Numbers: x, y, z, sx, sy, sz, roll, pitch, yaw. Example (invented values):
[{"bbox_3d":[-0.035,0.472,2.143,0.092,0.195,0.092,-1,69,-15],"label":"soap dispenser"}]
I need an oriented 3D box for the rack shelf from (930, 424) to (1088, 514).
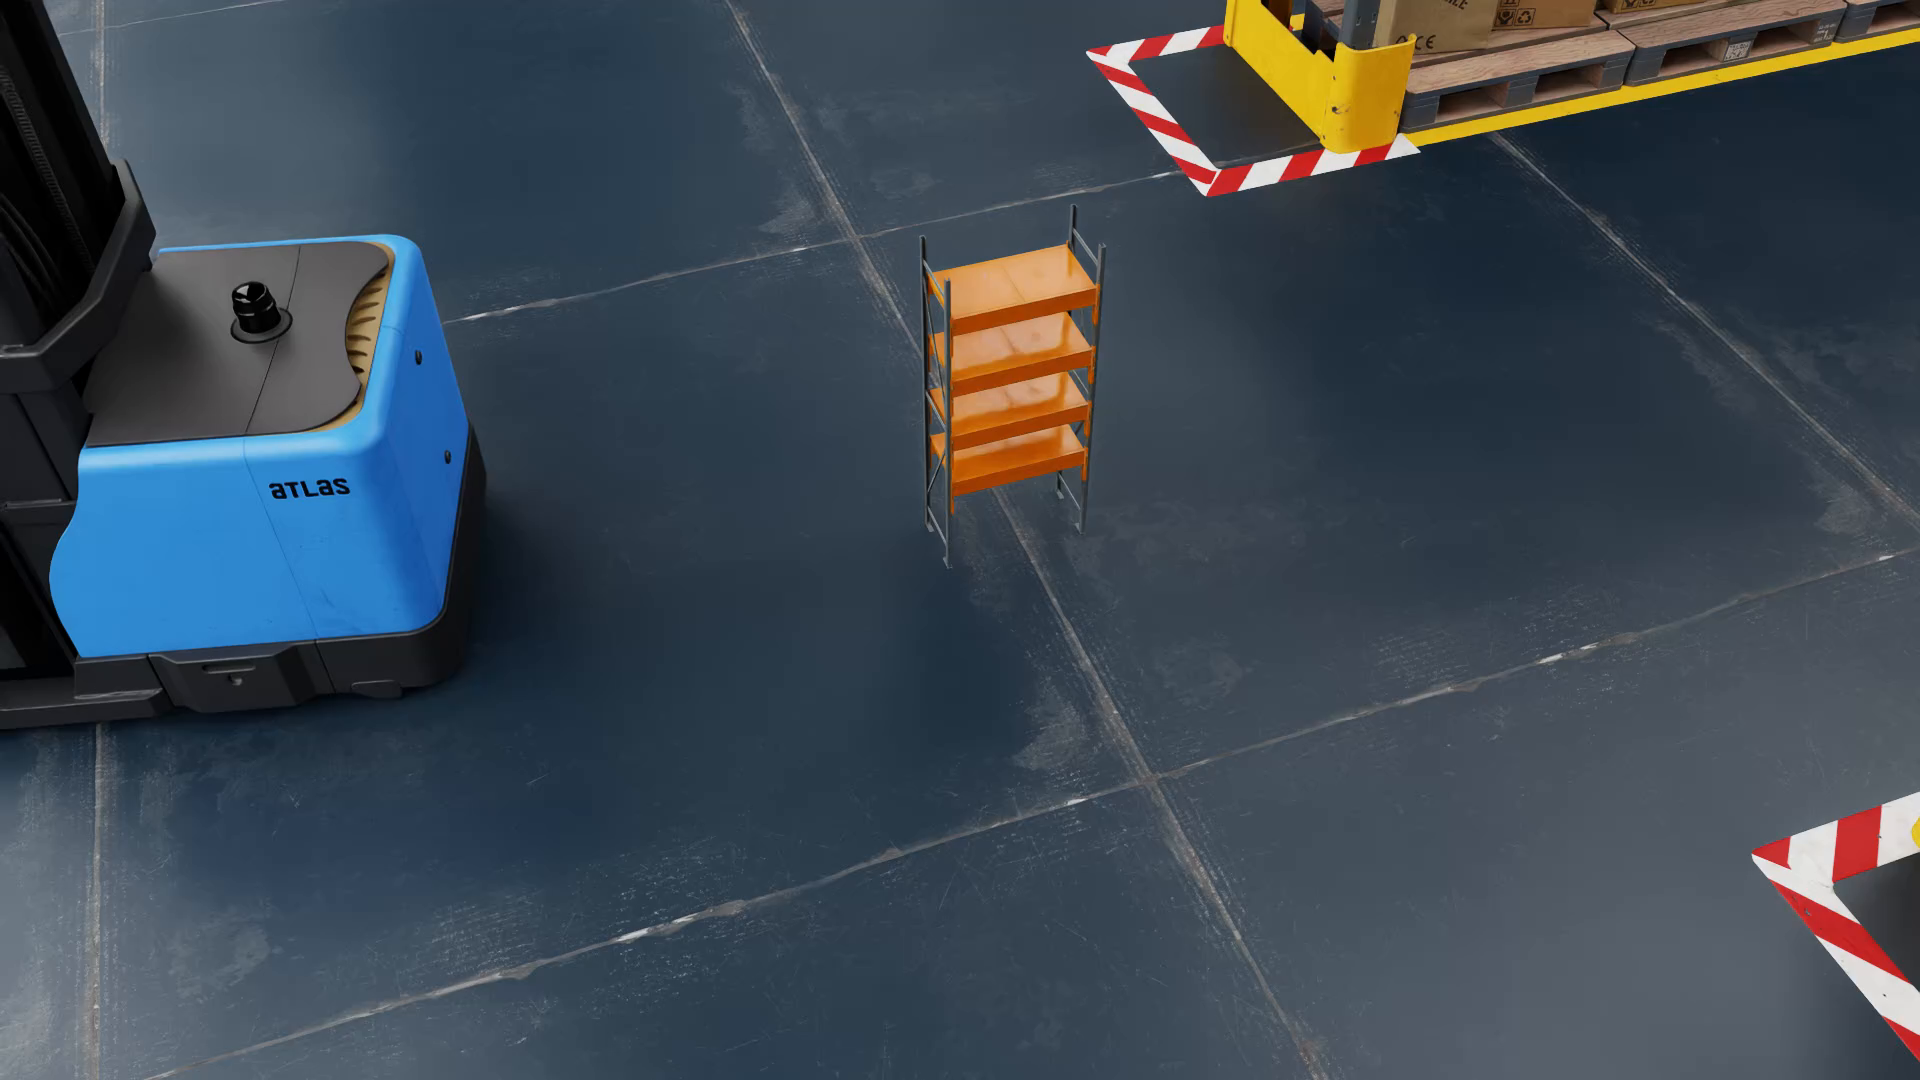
[{"bbox_3d":[0.156,-0.276,5.553,0.480,0.148,0.258,-14,47,-14],"label":"rack shelf"}]

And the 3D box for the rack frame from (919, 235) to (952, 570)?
[{"bbox_3d":[-0.074,-0.405,5.306,0.015,1.200,0.240,-14,47,-14],"label":"rack frame"}]

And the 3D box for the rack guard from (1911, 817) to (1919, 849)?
[{"bbox_3d":[3.136,1.021,4.379,0.348,0.500,1.175,-14,47,-14],"label":"rack guard"}]

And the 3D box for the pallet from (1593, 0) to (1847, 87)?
[{"bbox_3d":[3.563,-2.692,8.284,1.213,0.211,1.003,-14,47,-14],"label":"pallet"}]

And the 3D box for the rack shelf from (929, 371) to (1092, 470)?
[{"bbox_3d":[0.156,-0.416,5.412,0.480,0.148,0.258,-14,47,-14],"label":"rack shelf"}]

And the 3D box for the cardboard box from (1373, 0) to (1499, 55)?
[{"bbox_3d":[2.162,-2.601,7.693,0.500,0.500,0.500,-6,45,-6],"label":"cardboard box"}]

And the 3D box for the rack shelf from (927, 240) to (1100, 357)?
[{"bbox_3d":[0.156,-0.741,5.086,0.480,0.148,0.258,-14,47,-14],"label":"rack shelf"}]

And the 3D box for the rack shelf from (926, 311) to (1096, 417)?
[{"bbox_3d":[0.156,-0.574,5.254,0.480,0.148,0.258,-14,47,-14],"label":"rack shelf"}]

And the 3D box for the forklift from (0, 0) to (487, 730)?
[{"bbox_3d":[-3.128,-0.787,4.465,3.031,2.935,1.130,-5,45,-4],"label":"forklift"}]

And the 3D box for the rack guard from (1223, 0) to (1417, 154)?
[{"bbox_3d":[1.641,-2.332,7.721,0.348,0.500,1.175,-14,47,-14],"label":"rack guard"}]

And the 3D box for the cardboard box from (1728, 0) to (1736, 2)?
[{"bbox_3d":[3.849,-3.010,8.100,0.500,0.500,0.500,-18,48,-17],"label":"cardboard box"}]

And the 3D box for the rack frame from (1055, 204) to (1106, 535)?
[{"bbox_3d":[0.385,-0.522,5.423,0.015,1.200,0.240,-14,47,-14],"label":"rack frame"}]

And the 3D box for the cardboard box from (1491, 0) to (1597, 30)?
[{"bbox_3d":[2.713,-2.767,7.859,0.500,0.500,0.500,-3,45,-3],"label":"cardboard box"}]

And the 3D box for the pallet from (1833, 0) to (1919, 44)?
[{"bbox_3d":[4.712,-2.988,8.579,1.213,0.211,1.003,-14,47,-14],"label":"pallet"}]

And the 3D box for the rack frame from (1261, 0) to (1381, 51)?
[{"bbox_3d":[1.569,-3.196,6.817,0.127,3.000,1.000,-14,47,-14],"label":"rack frame"}]

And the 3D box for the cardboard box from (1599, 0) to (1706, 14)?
[{"bbox_3d":[3.308,-2.905,7.996,0.500,0.500,0.500,-10,46,-10],"label":"cardboard box"}]

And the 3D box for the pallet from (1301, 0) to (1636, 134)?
[{"bbox_3d":[2.417,-2.402,7.995,1.213,0.211,1.003,-14,47,-14],"label":"pallet"}]

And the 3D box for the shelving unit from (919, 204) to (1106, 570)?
[{"bbox_3d":[0.156,-0.463,5.365,0.503,1.200,0.258,-14,47,-14],"label":"shelving unit"}]
